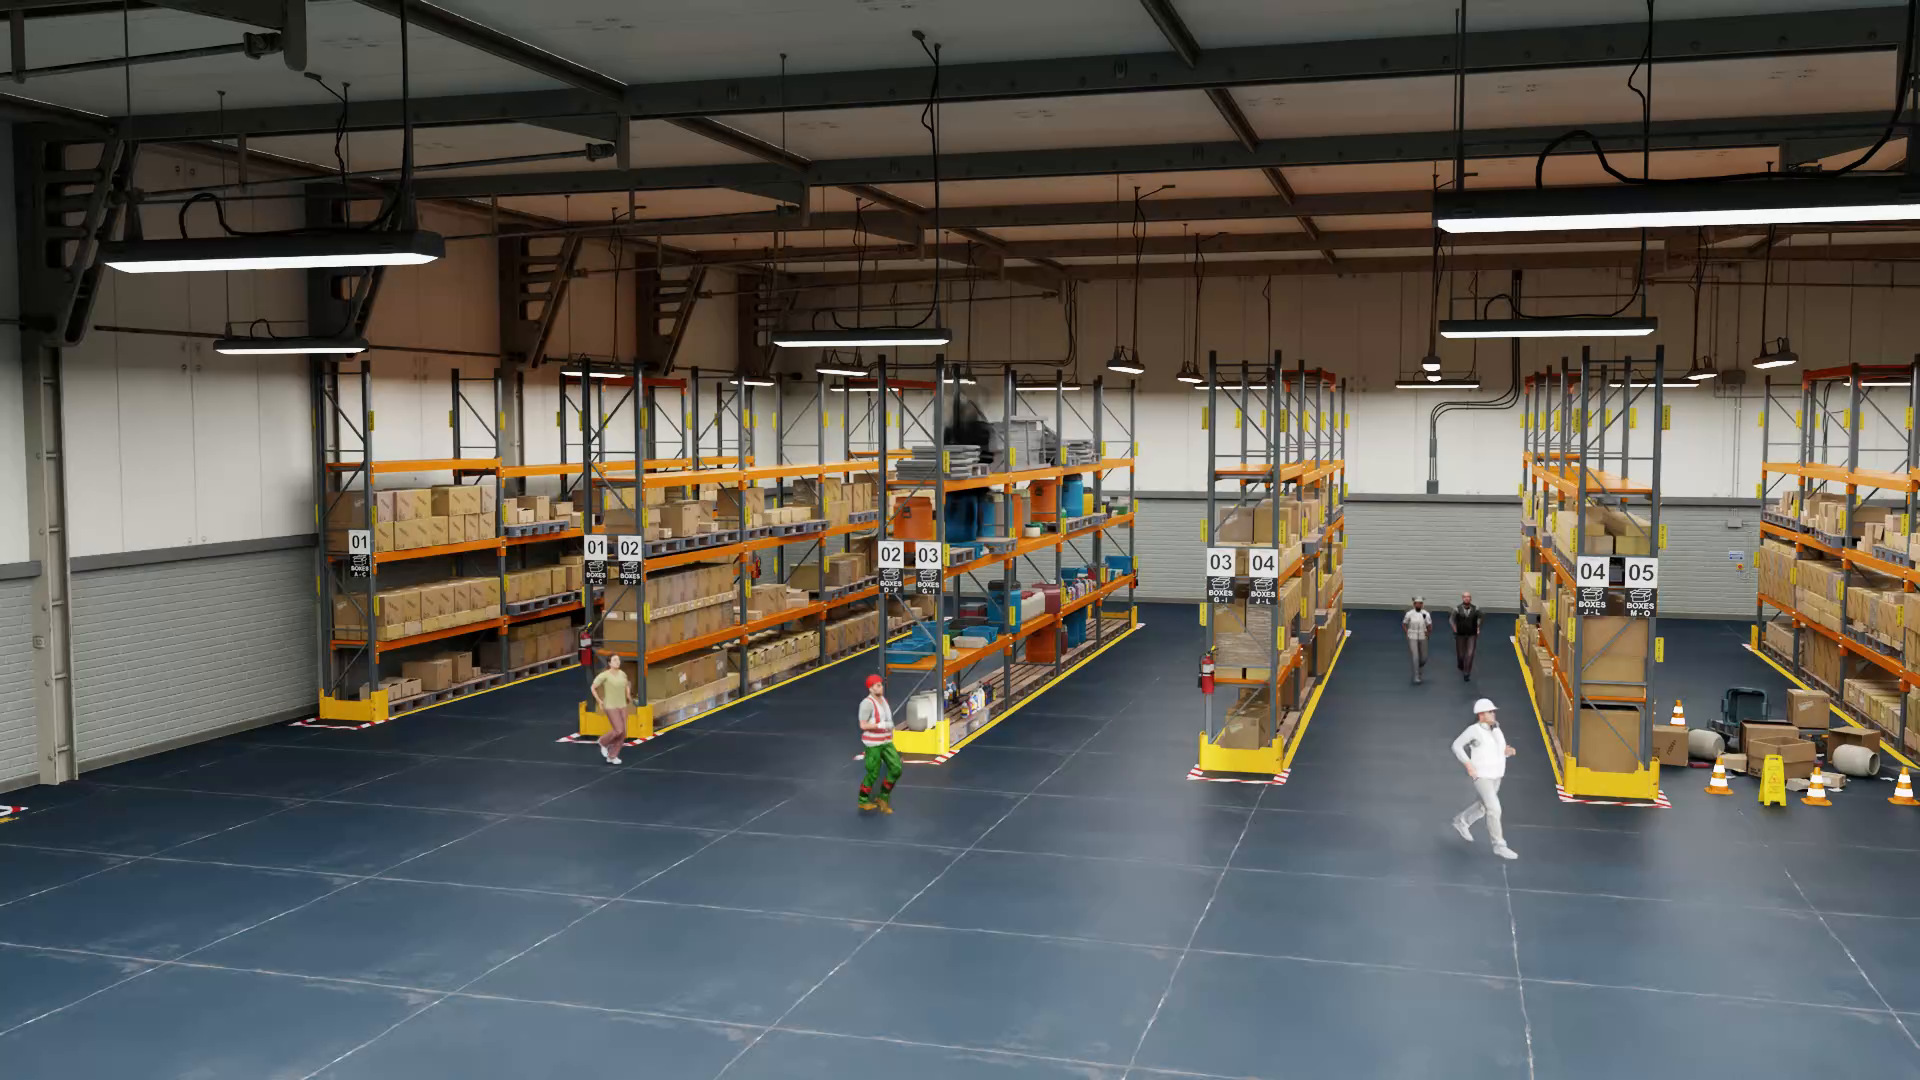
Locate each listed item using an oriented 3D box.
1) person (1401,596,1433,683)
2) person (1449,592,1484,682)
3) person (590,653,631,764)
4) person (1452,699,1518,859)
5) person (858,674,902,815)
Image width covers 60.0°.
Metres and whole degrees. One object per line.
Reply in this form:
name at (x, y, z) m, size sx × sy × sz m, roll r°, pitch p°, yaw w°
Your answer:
person at (8.790, 1.889, 31.986) m, size 0.579 × 1.654 × 0.678 m, roll 1°, pitch 4°, yaw 9°
person at (9.829, 1.864, 32.283) m, size 0.661 × 1.707 × 0.792 m, roll 1°, pitch 4°, yaw 14°
person at (-5.028, 2.456, 24.262) m, size 0.542 × 1.627 × 0.583 m, roll 4°, pitch 5°, yaw 42°
person at (6.082, 2.719, 19.236) m, size 0.655 × 1.763 × 0.964 m, roll -3°, pitch 5°, yaw -38°
person at (-1.012, 2.608, 21.095) m, size 0.681 × 1.809 × 0.635 m, roll 3°, pitch 5°, yaw 40°
